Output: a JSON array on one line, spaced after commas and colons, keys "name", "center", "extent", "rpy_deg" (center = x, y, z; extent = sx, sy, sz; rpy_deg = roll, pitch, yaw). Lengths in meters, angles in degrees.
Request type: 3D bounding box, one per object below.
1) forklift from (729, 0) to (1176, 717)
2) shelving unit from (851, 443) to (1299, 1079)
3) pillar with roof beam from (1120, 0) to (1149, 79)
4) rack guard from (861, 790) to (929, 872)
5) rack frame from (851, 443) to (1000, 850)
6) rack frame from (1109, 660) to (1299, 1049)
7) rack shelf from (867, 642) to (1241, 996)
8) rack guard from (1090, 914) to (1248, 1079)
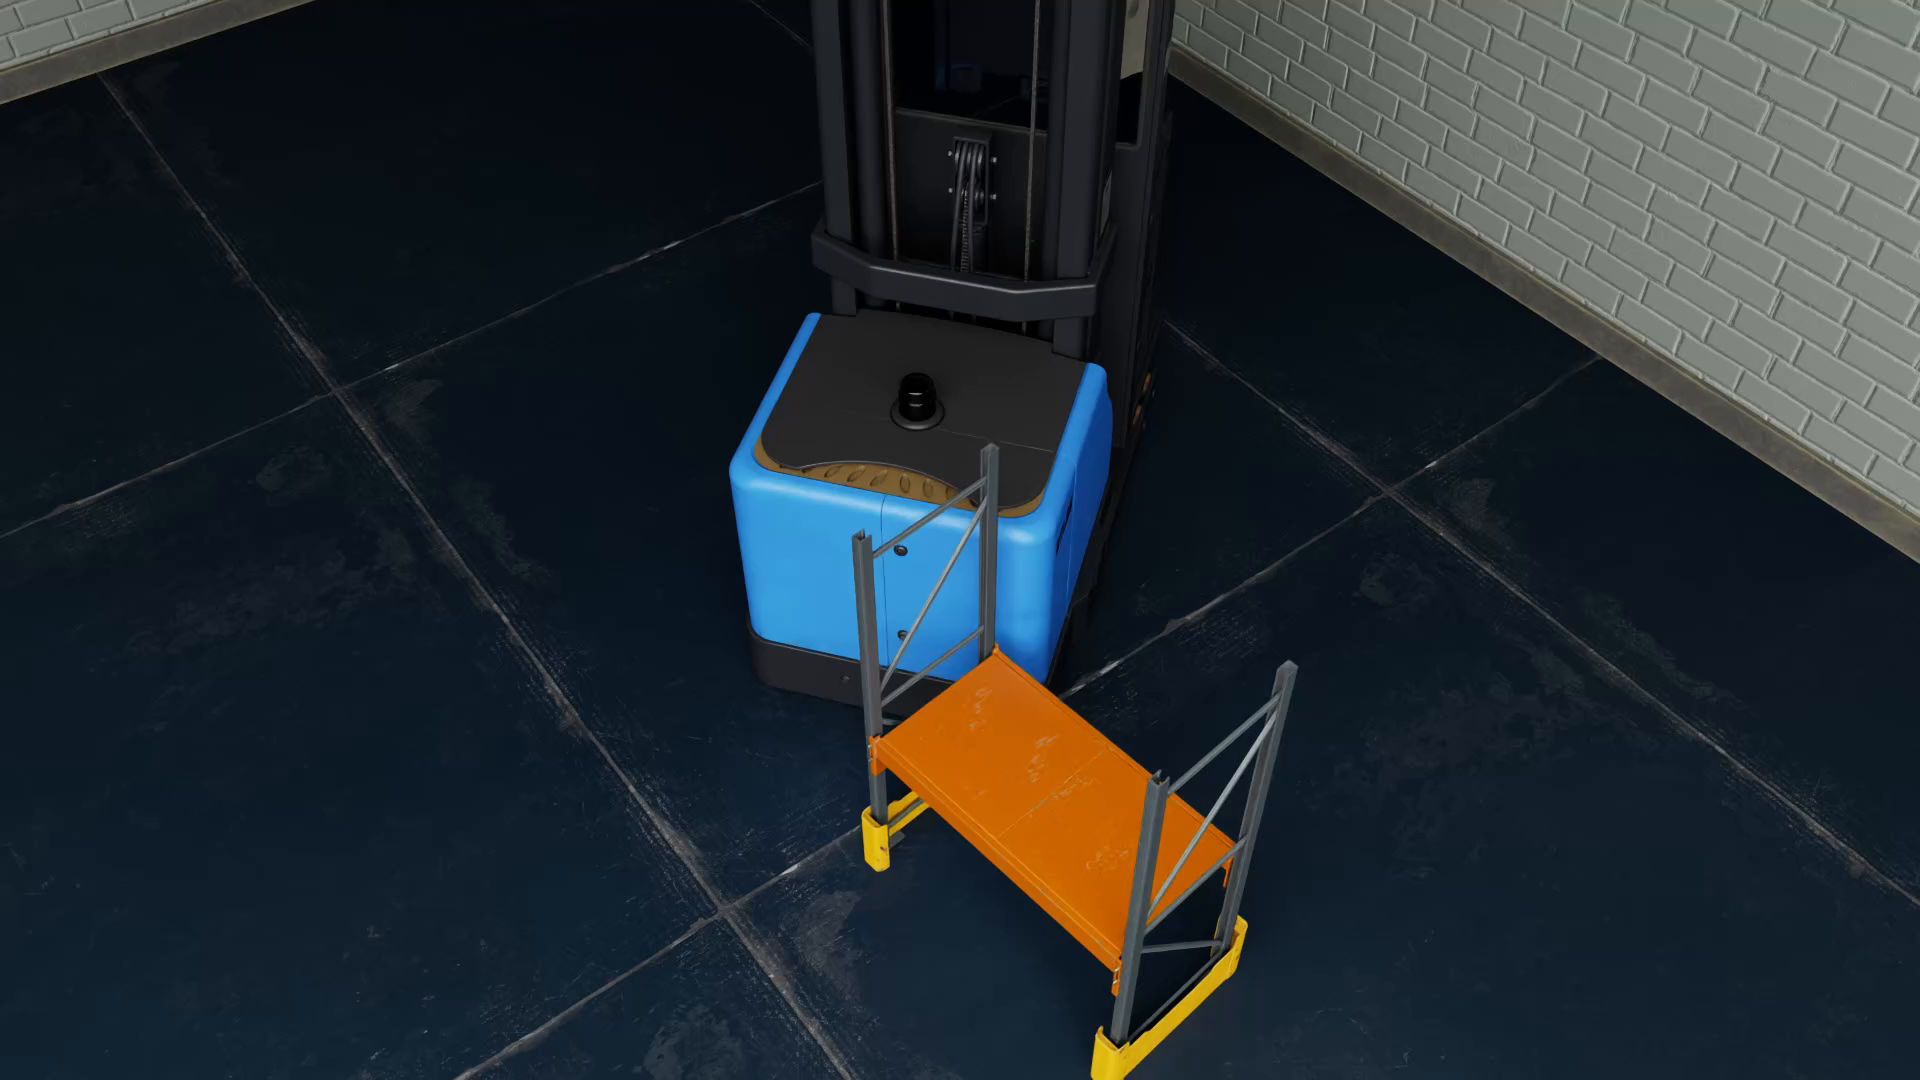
[{"name": "forklift", "center": [0.167, -1.432, 5.570], "extent": [1.130, 2.935, 3.031], "rpy_deg": [12, 49, 10]}, {"name": "shelving unit", "center": [0.270, 0.655, 4.644], "extent": [0.587, 1.500, 1.083], "rpy_deg": [-35, 57, -27]}, {"name": "pillar with roof beam", "center": [-2.651, -3.574, 3.416], "extent": [9.100, 9.000, 0.400], "rpy_deg": [-29, 54, -24]}, {"name": "rack guard", "center": [-0.072, 0.807, 5.350], "extent": [0.587, 0.250, 0.087], "rpy_deg": [-35, 57, -27]}, {"name": "rack frame", "center": [-0.085, 0.377, 4.896], "extent": [0.500, 1.500, 0.032], "rpy_deg": [-35, 57, -27]}, {"name": "rack frame", "center": [0.613, 0.924, 4.400], "extent": [0.500, 1.500, 0.032], "rpy_deg": [-35, 57, -27]}, {"name": "rack shelf", "center": [0.264, 0.771, 4.781], "extent": [0.538, 0.185, 1.000], "rpy_deg": [-35, 57, -27]}, {"name": "rack guard", "center": [0.613, 1.343, 4.864], "extent": [0.587, 0.250, 0.087], "rpy_deg": [-35, 57, -27]}]
